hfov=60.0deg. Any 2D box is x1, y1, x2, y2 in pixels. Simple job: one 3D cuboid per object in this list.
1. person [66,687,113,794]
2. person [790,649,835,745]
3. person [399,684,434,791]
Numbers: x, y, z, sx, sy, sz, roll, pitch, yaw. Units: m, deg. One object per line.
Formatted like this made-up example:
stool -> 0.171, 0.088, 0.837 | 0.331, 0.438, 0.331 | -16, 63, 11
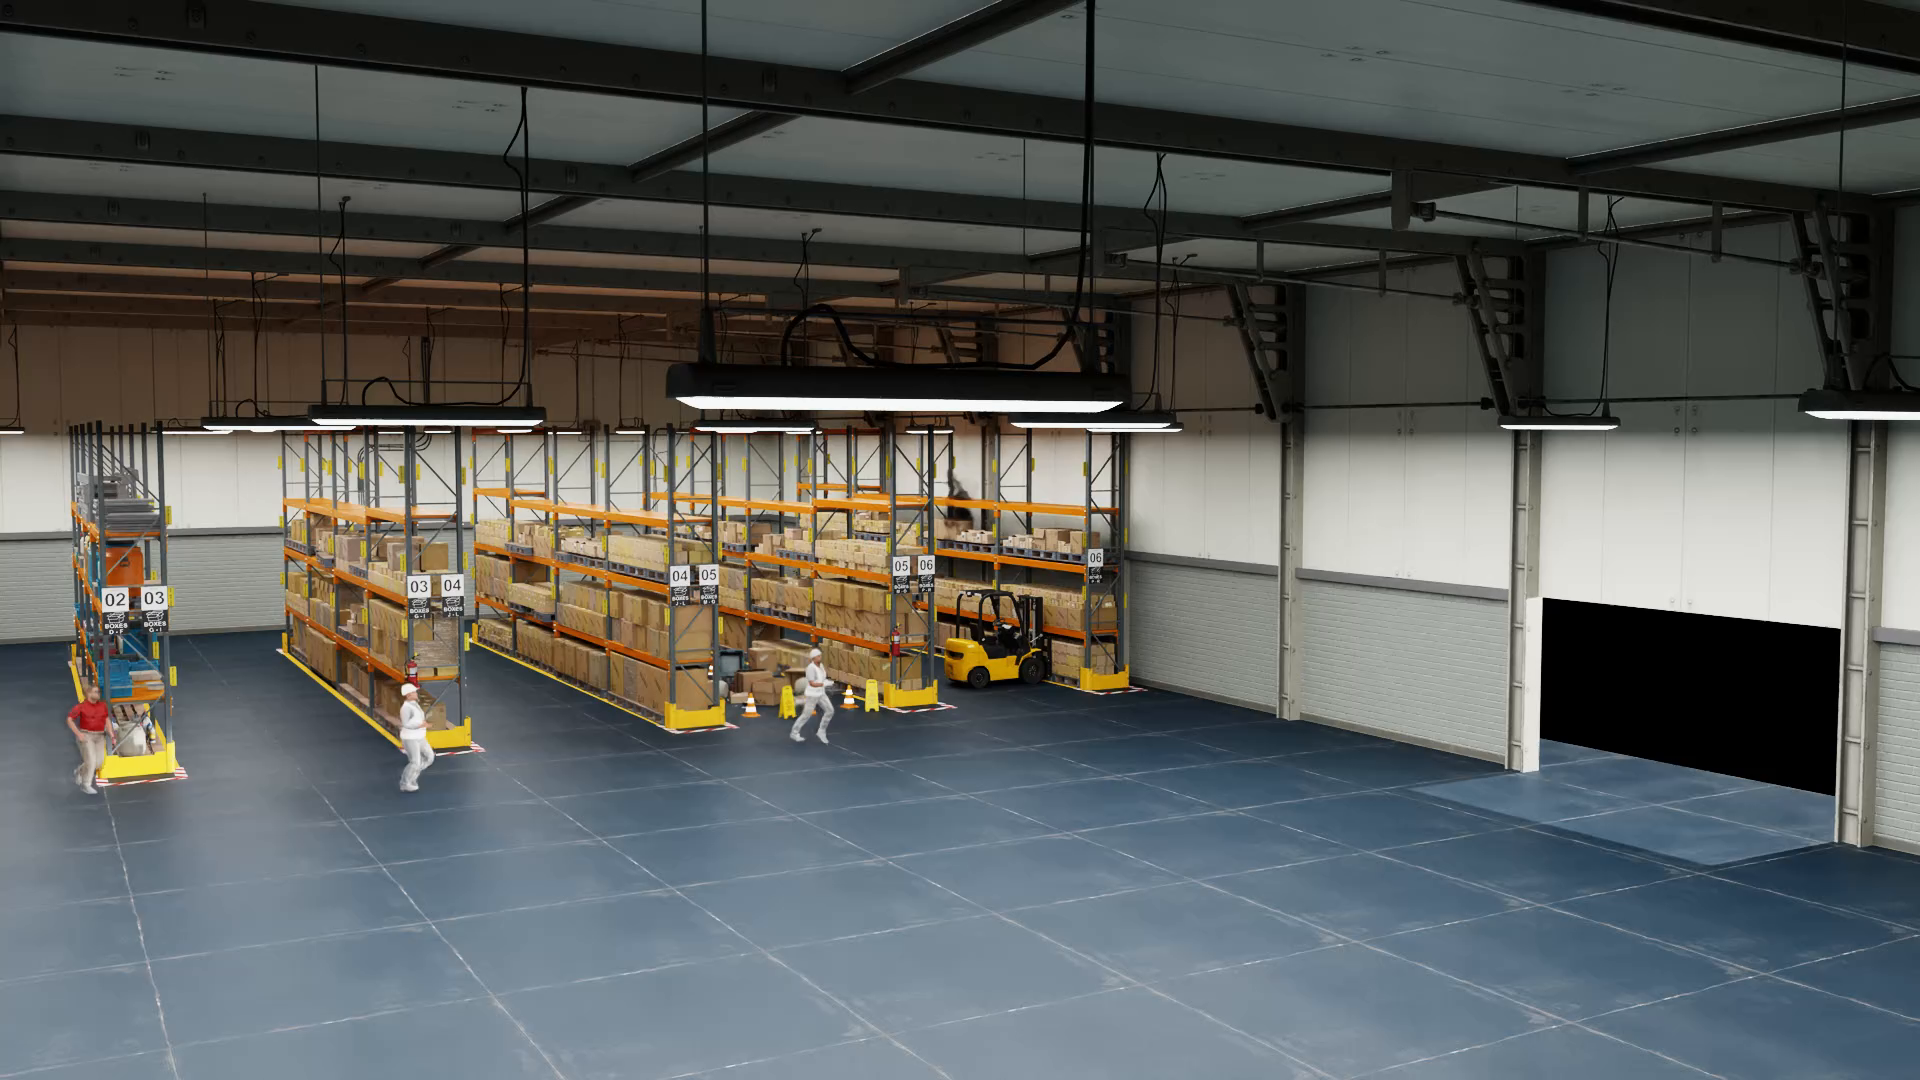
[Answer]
person -> -14.110, 3.228, 26.985 | 0.595, 1.686, 0.716 | 2, 4, 25
person -> -2.704, 2.917, 30.997 | 0.903, 1.806, 0.694 | 1, 4, 22
person -> -8.763, 3.184, 26.854 | 0.610, 1.743, 0.646 | 0, 4, 2
